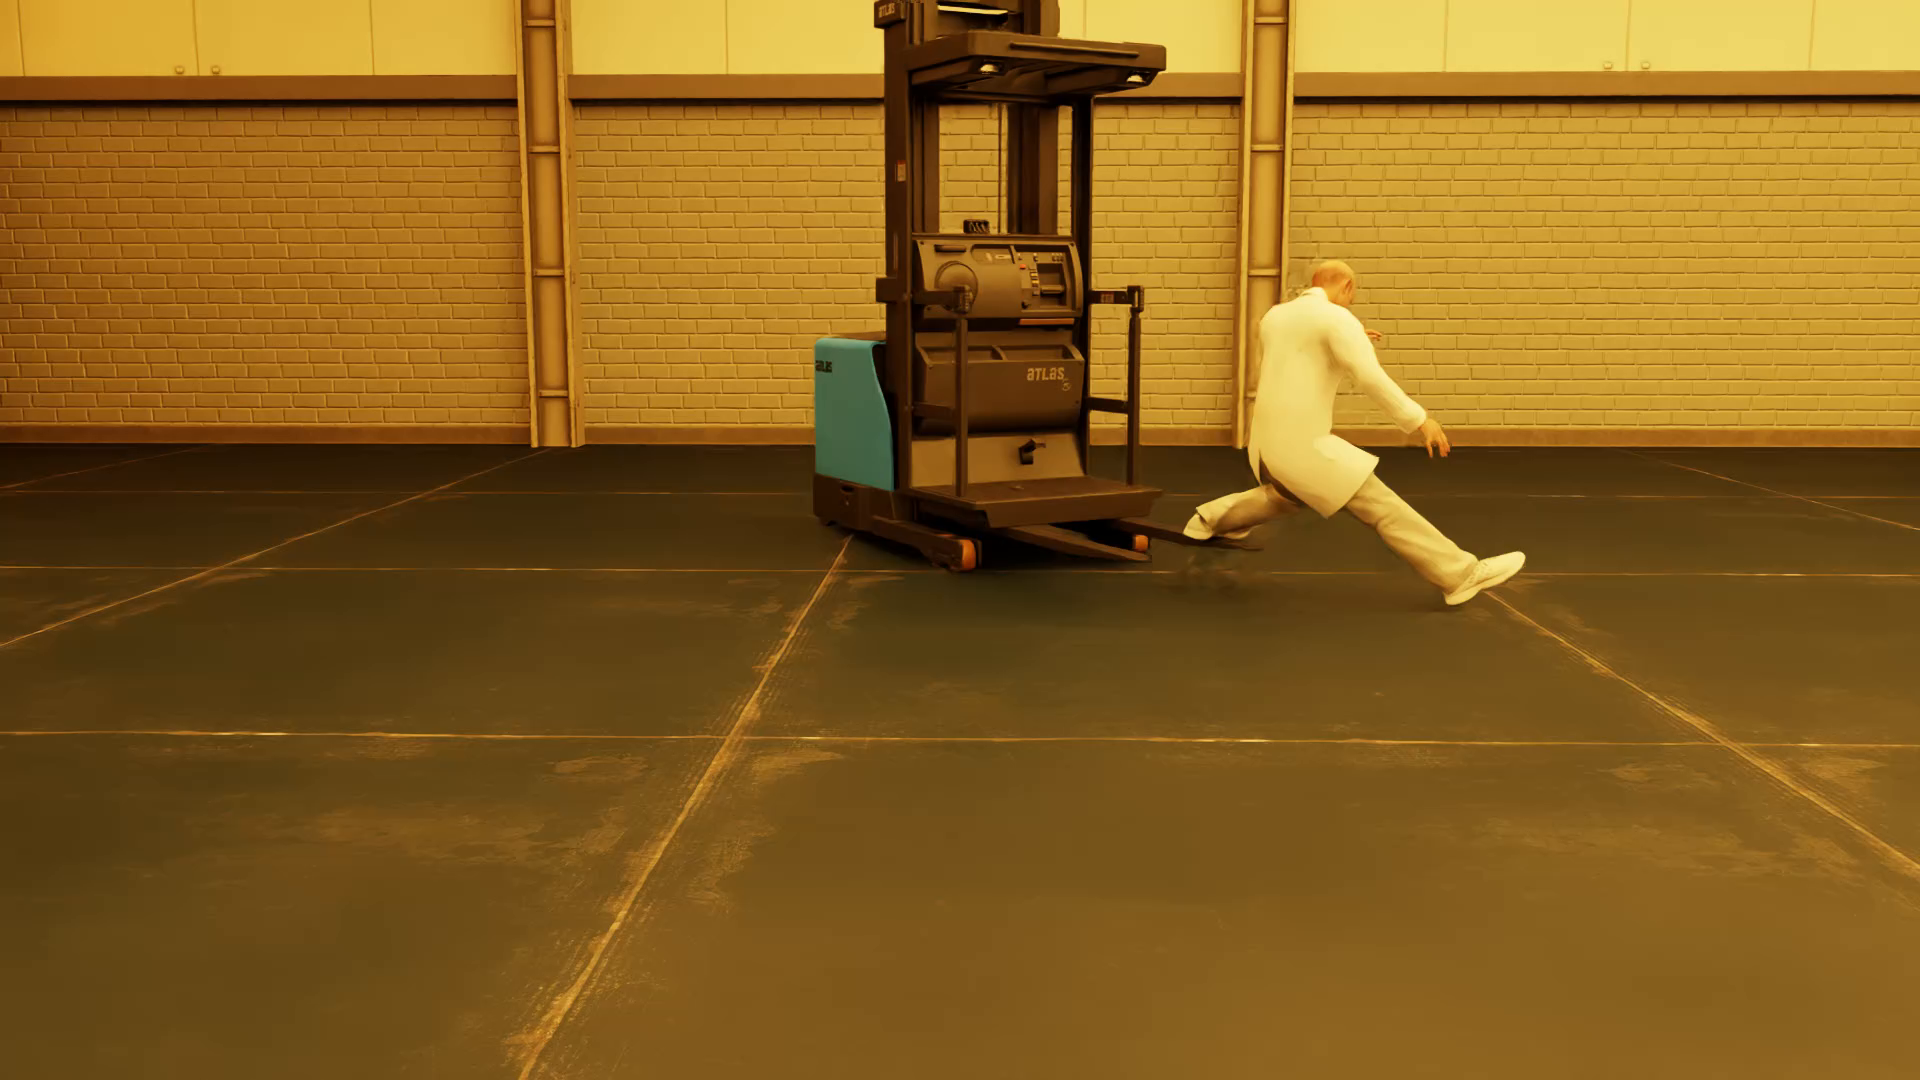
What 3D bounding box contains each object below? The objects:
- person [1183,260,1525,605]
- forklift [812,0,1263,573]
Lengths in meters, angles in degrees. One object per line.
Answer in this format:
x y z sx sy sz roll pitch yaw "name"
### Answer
1.677 -0.479 7.200 1.164 1.445 1.027 -3 9 -17 "person"
0.311 -1.368 8.253 1.130 2.935 3.031 -5 10 -28 "forklift"
